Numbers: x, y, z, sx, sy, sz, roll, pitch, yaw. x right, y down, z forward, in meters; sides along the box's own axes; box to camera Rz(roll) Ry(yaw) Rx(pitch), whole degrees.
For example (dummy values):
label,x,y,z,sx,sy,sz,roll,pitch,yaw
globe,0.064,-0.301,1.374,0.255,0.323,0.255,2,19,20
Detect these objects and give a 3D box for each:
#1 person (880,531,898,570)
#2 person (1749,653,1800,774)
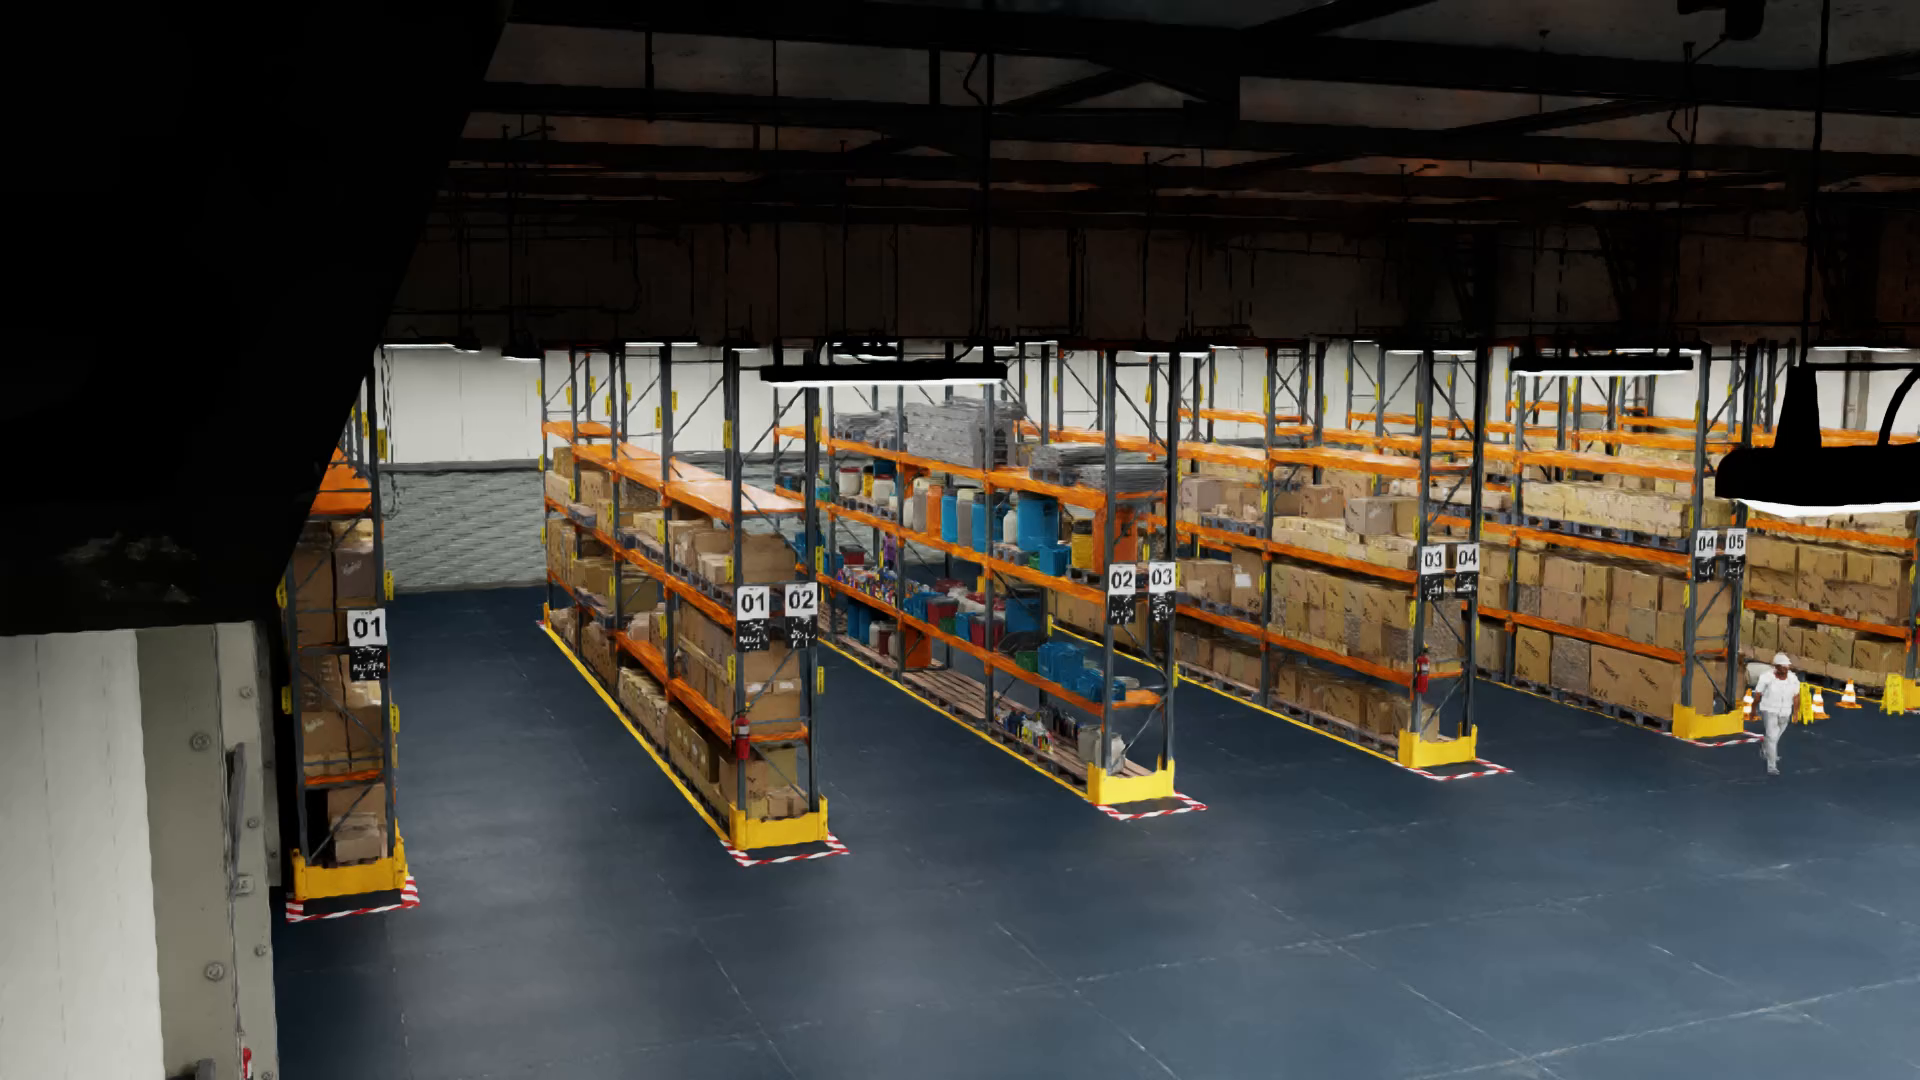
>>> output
label,x,y,z,sx,sy,sz,roll,pitch,yaw
person,-1.686,0.422,39.600,0.416,1.525,1.034,-3,8,-23
person,11.588,2.426,23.630,0.616,1.712,0.970,0,7,-1
